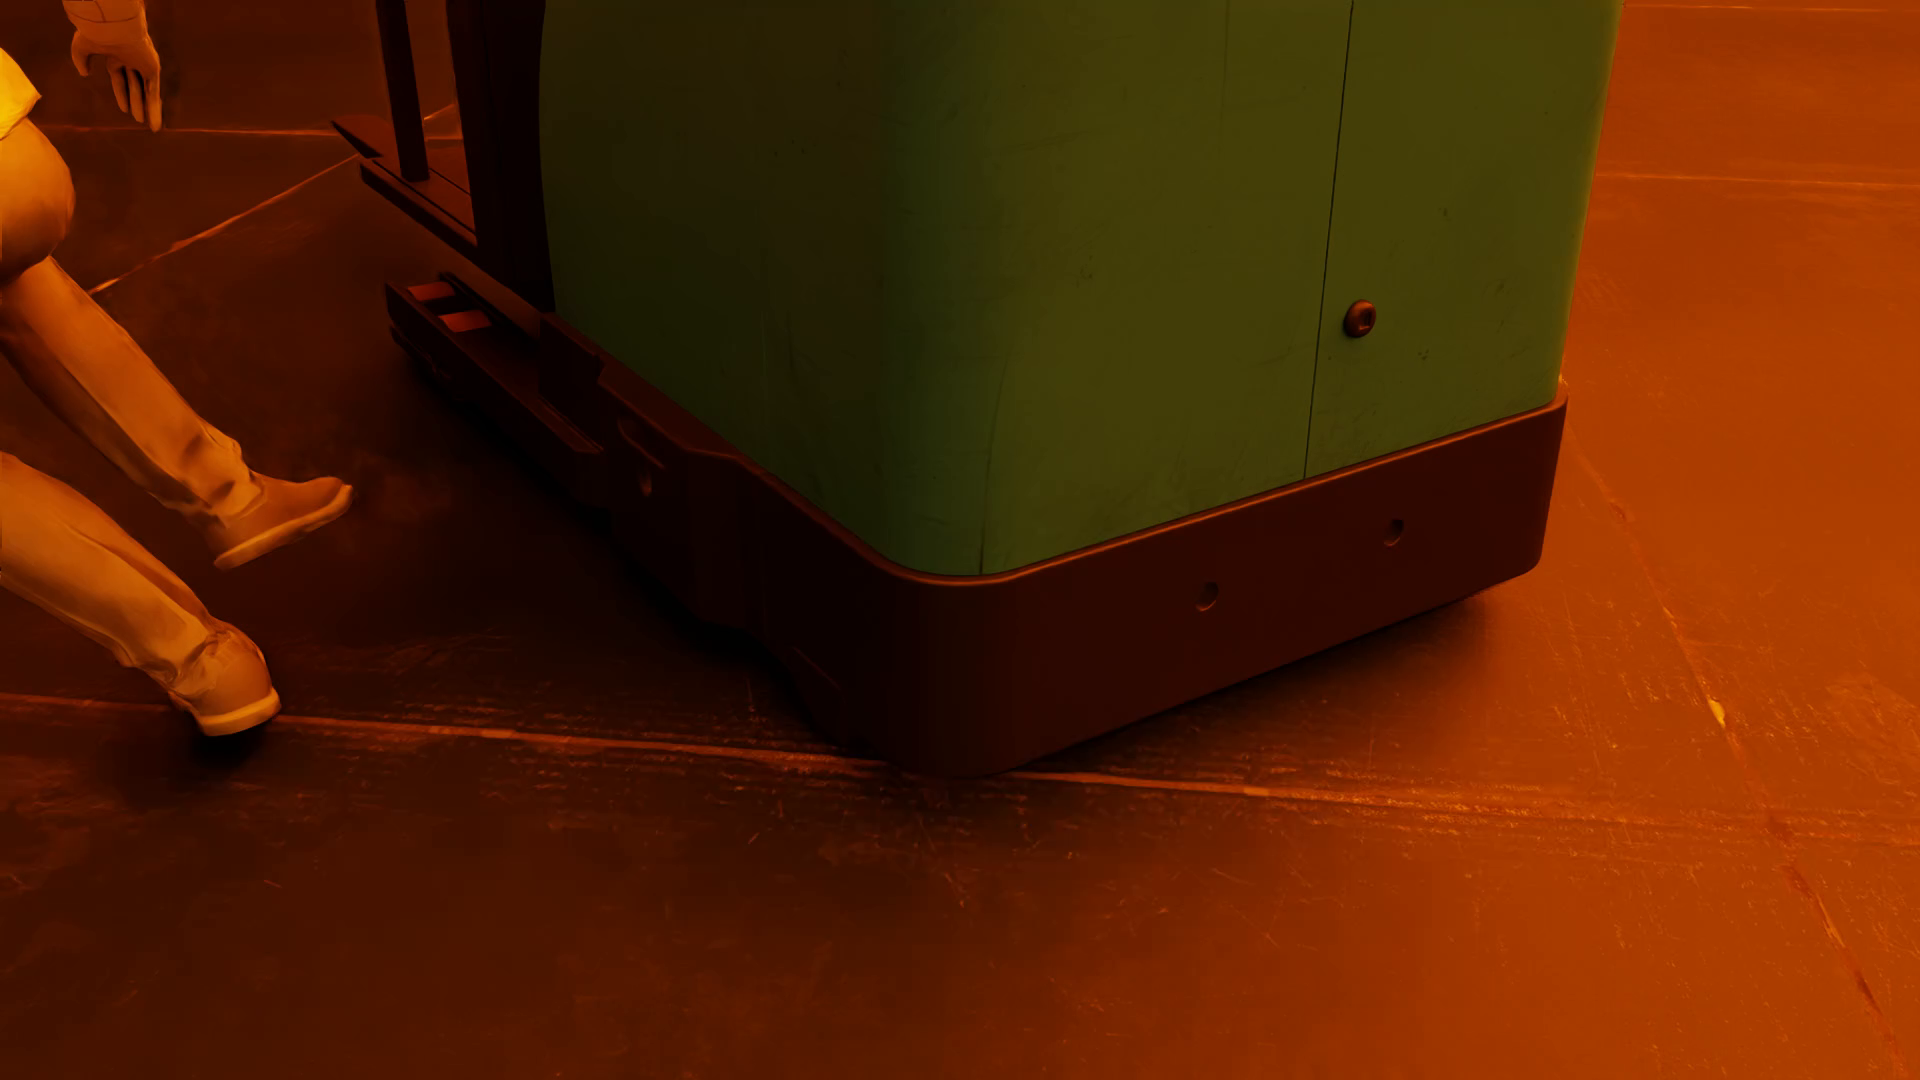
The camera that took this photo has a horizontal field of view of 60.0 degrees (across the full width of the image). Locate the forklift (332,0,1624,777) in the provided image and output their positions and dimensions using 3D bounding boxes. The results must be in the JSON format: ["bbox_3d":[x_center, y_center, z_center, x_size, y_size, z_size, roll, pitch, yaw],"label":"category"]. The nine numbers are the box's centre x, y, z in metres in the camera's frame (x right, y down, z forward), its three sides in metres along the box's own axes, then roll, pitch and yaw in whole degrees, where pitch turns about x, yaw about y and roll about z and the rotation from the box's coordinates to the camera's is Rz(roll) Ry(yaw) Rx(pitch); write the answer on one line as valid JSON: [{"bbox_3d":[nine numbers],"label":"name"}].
[{"bbox_3d":[-0.422,-1.663,2.549,1.130,2.935,3.031,-16,31,-29],"label":"forklift"}]

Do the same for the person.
[{"bbox_3d":[-1.183,-0.408,1.722,0.857,1.429,0.992,15,30,28],"label":"person"}]
